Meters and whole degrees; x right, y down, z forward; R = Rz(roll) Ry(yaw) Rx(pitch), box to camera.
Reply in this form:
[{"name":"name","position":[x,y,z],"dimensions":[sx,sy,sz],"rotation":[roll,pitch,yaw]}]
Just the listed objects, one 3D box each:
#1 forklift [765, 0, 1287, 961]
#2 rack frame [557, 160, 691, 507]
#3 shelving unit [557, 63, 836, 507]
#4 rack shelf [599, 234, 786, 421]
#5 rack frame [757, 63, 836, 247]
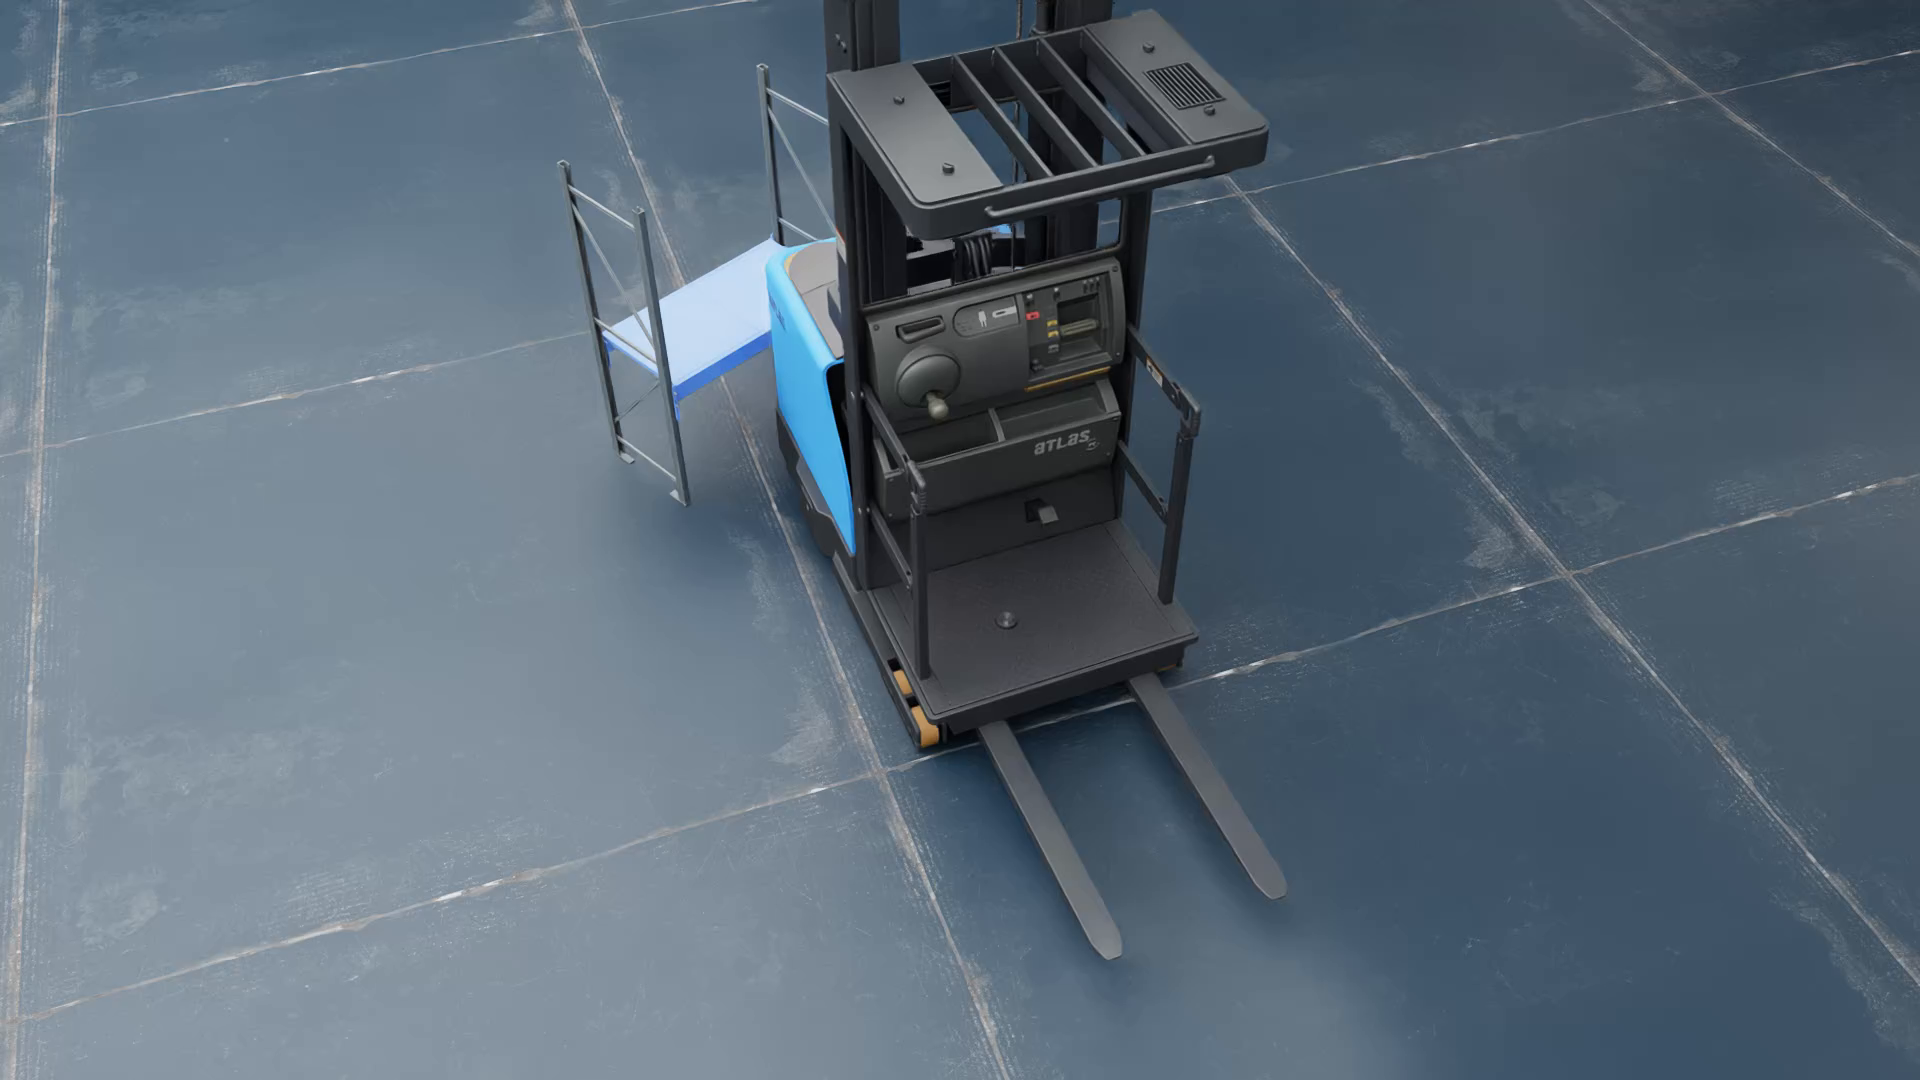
[{"name":"forklift","position":[0.220,-0.596,5.584],"dimensions":[1.130,2.935,3.031],"rotation":[-16,47,-15]},{"name":"rack frame","position":[-1.358,-0.804,6.802],"dimensions":[0.500,1.500,0.032],"rotation":[34,54,29]},{"name":"shelving unit","position":[-1.006,-1.064,7.061],"dimensions":[0.538,1.500,1.048],"rotation":[34,54,29]},{"name":"rack shelf","position":[-1.006,-0.937,7.189],"dimensions":[0.538,0.185,1.000],"rotation":[34,54,29]},{"name":"rack frame","position":[-0.655,-1.324,7.320],"dimensions":[0.500,1.500,0.032],"rotation":[34,54,29]}]
